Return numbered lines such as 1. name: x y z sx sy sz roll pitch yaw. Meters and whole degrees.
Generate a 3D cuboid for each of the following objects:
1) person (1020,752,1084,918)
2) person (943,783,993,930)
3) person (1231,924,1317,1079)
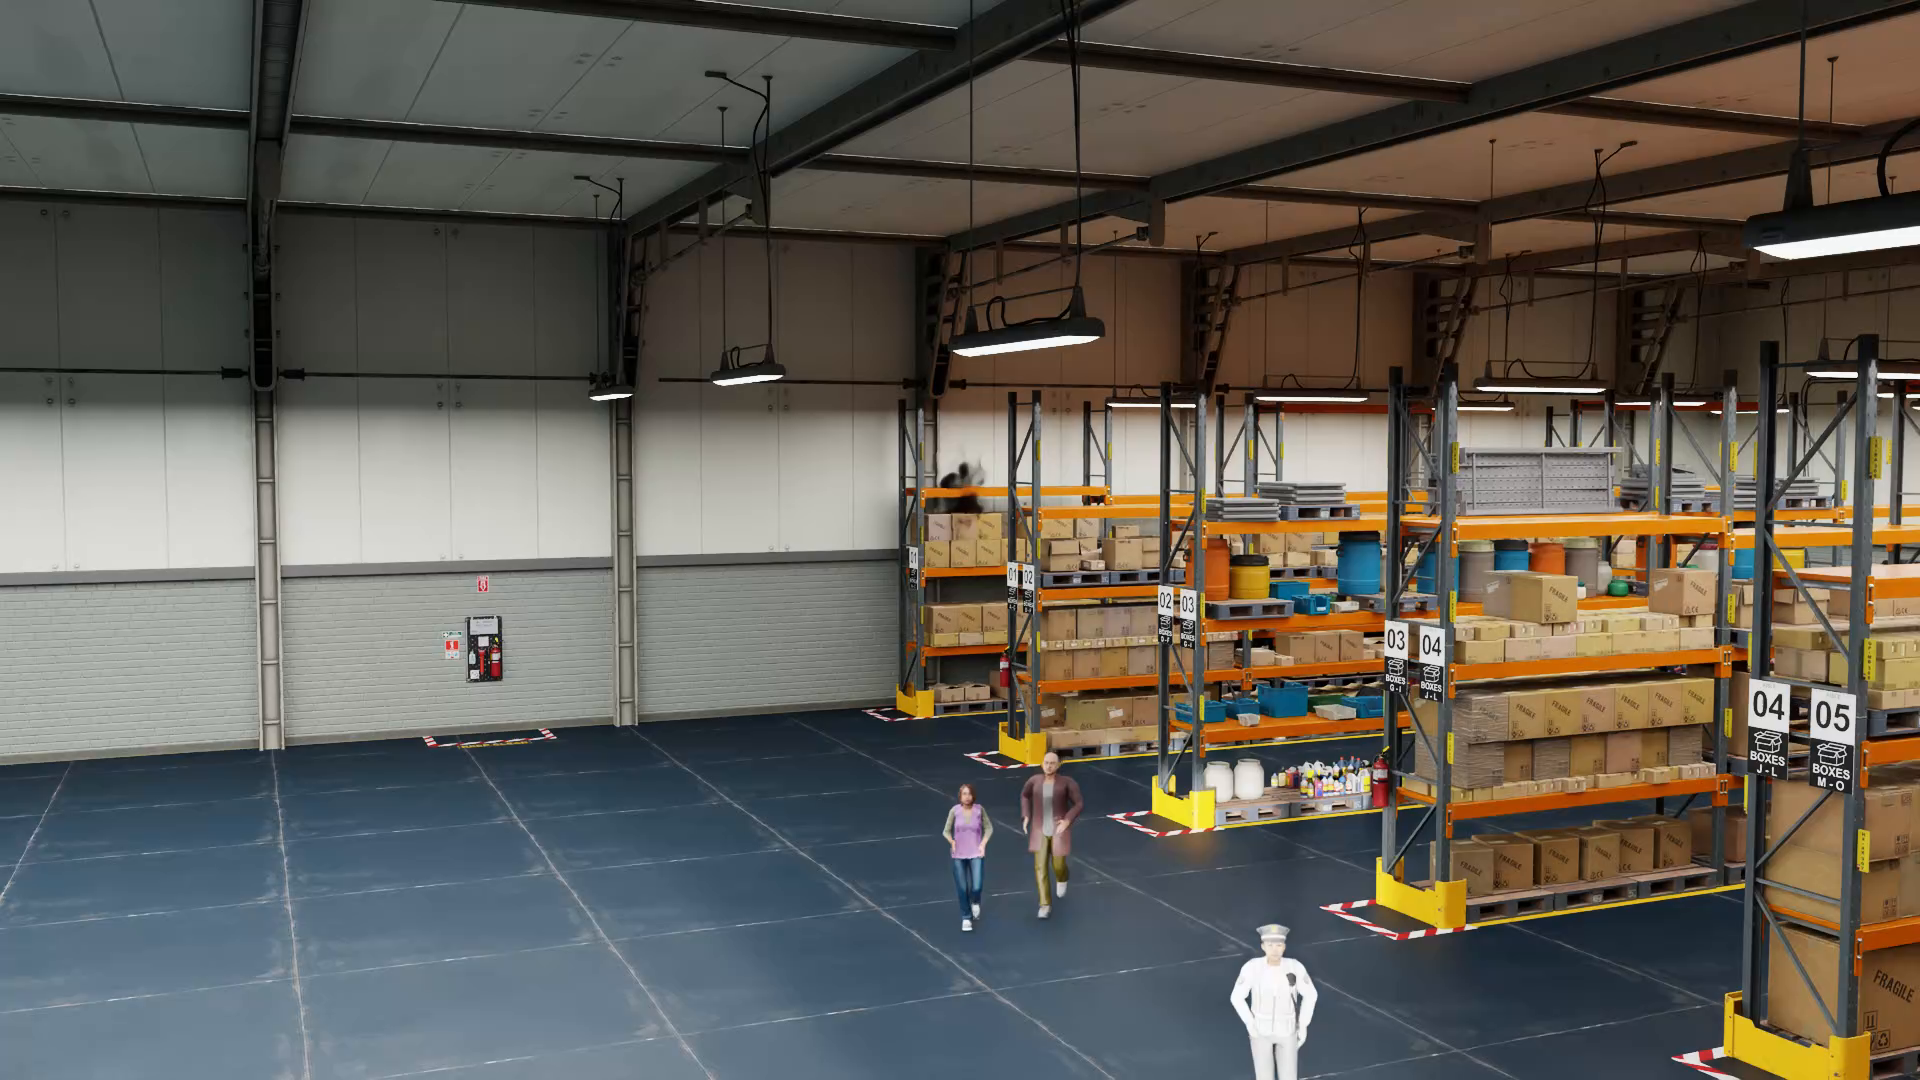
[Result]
1. person: 0.999 3.206 18.328 0.743 1.750 0.934 1 3 14
2. person: 0.081 3.353 17.587 0.530 1.553 0.551 0 3 1
3. person: 2.289 3.616 12.161 0.622 1.657 0.534 1 3 12
